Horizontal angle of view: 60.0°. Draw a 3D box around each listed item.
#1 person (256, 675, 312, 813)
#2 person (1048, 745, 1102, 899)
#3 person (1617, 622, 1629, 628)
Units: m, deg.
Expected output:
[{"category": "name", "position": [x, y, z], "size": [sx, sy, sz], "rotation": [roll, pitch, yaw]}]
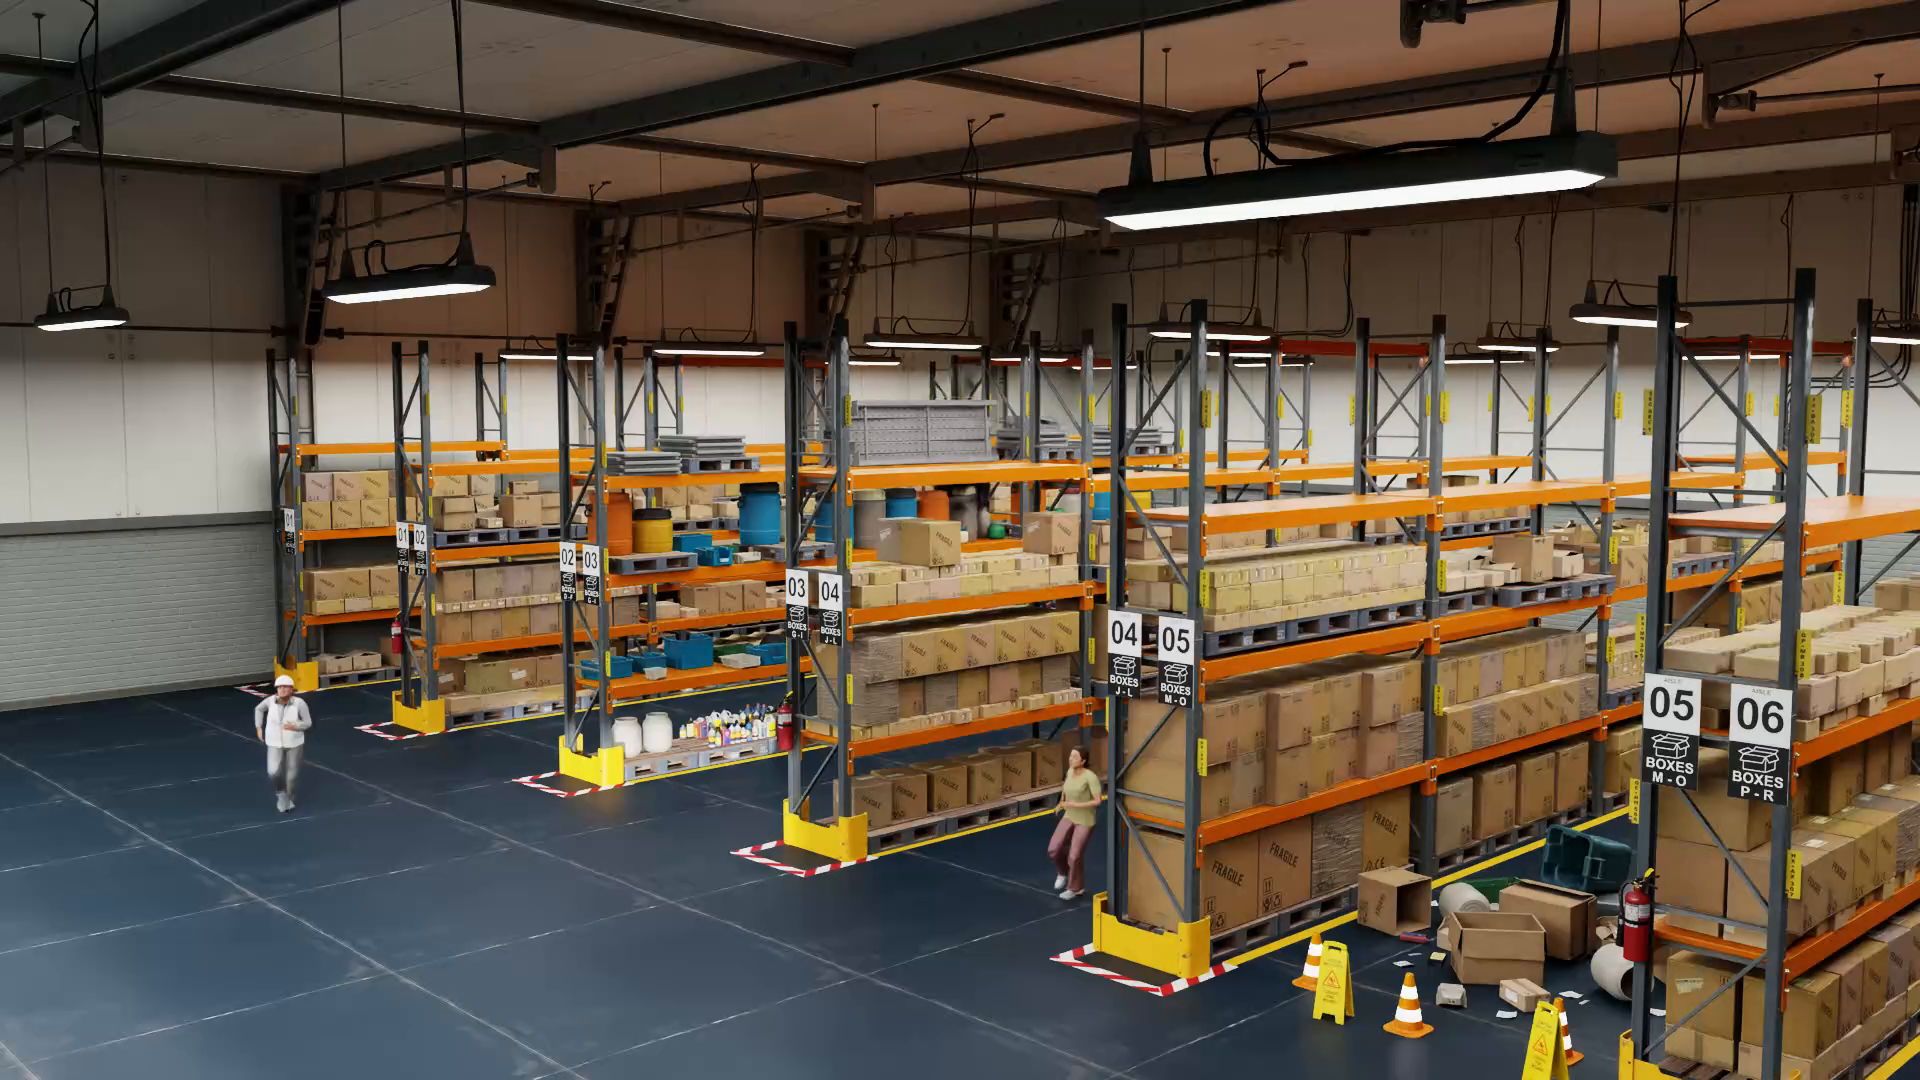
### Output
[{"category": "person", "position": [-8.324, 2.508, 20.455], "size": [0.688, 1.724, 0.780], "rotation": [-1, 5, -13]}, {"category": "person", "position": [1.176, 2.894, 17.005], "size": [0.666, 1.627, 0.579], "rotation": [3, 6, 35]}, {"category": "person", "position": [10.197, 2.103, 25.647], "size": [0.584, 1.690, 0.646], "rotation": [-4, 6, -40]}]
